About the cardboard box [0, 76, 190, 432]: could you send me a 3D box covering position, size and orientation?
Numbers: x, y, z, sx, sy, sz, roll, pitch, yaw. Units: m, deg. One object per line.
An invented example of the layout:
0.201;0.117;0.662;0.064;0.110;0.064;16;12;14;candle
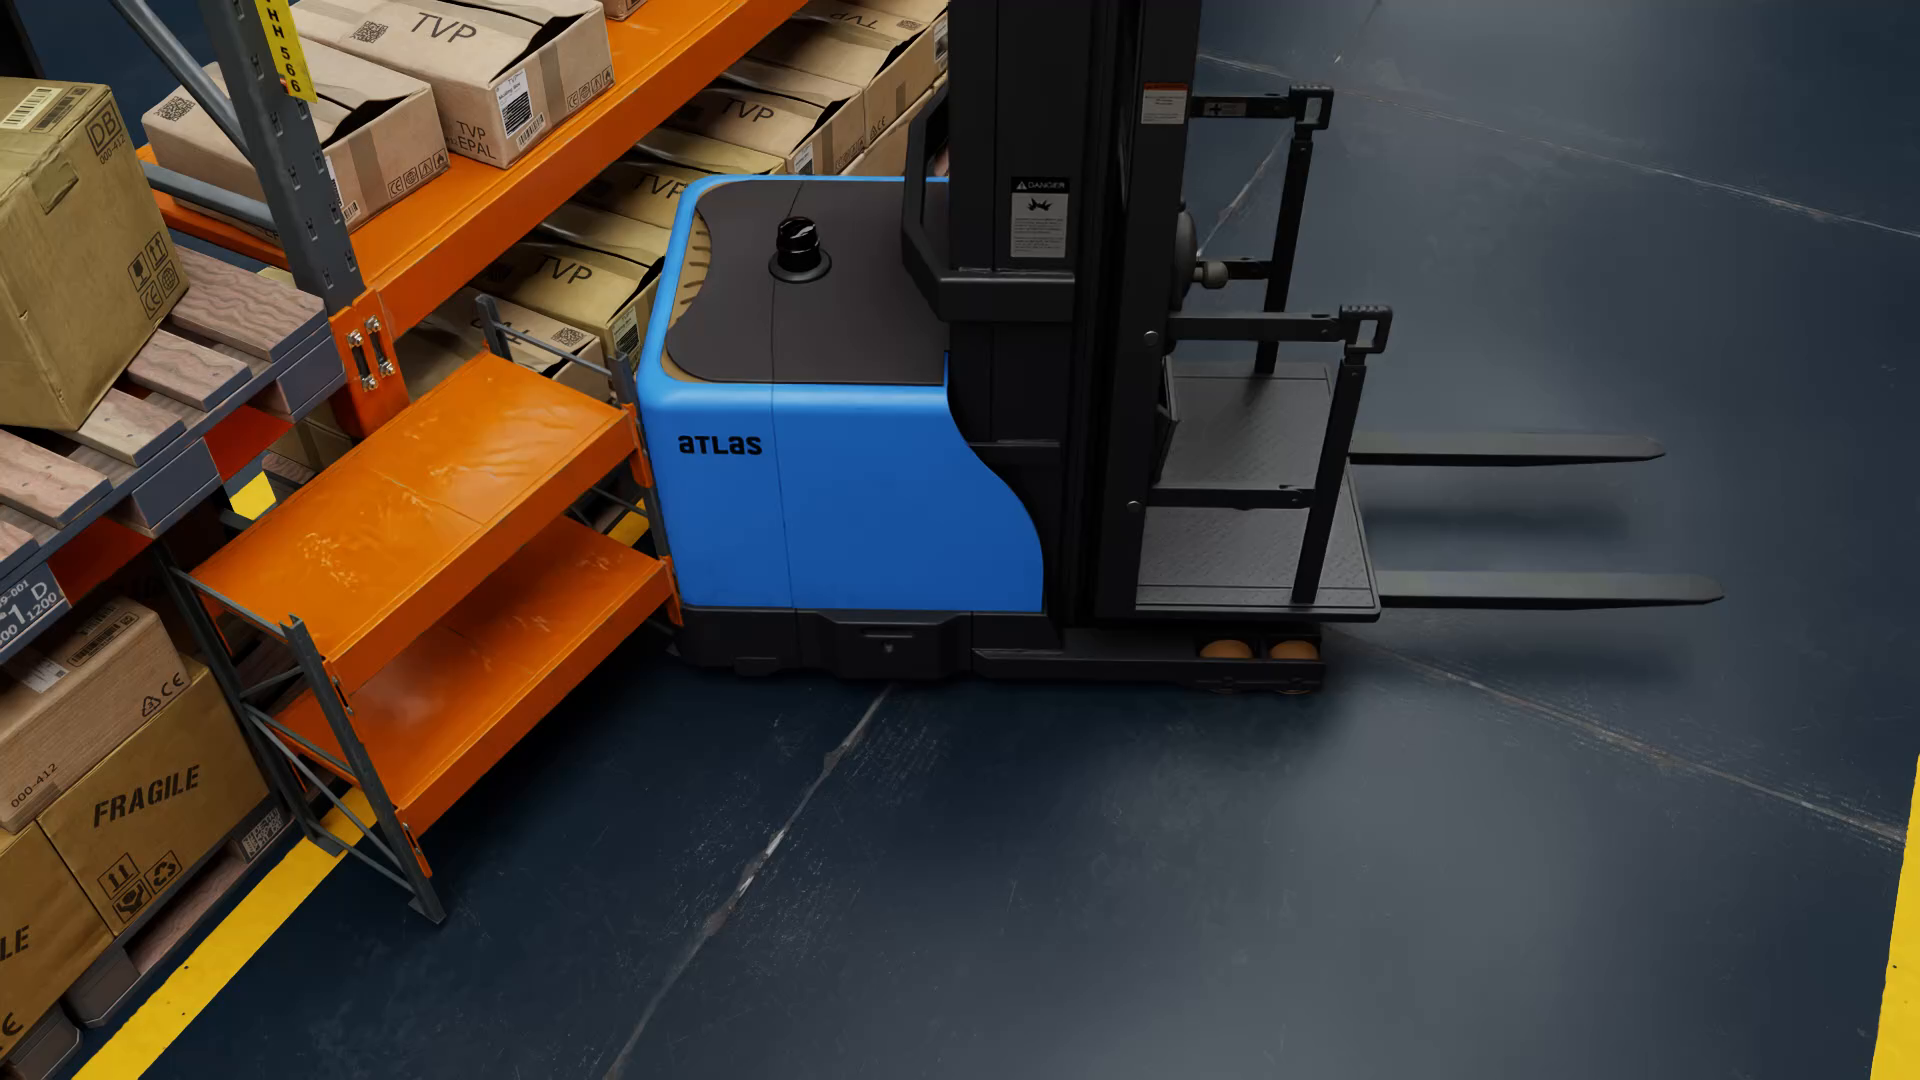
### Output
-2.082;-0.599;3.367;0.700;0.500;0.500;6;46;6;cardboard box

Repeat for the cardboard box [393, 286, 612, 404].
-1.387;-0.461;4.840;0.500;0.311;0.500;22;49;20;cardboard box

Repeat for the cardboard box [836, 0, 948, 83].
-0.203;-2.068;6.429;0.500;0.311;0.500;22;49;20;cardboard box

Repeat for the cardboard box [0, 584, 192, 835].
-2.139;0.314;3.752;0.500;0.250;0.500;22;49;21;cardboard box

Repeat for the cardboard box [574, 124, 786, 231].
-0.911;-1.115;5.487;0.500;0.311;0.500;19;48;18;cardboard box

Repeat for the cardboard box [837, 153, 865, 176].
-0.680;-1.233;5.998;0.500;0.250;0.500;21;49;20;cardboard box

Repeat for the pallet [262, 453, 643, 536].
-1.473;-0.375;5.473;1.003;0.211;1.213;20;49;19;pallet

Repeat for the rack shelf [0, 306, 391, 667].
-2.818;0.663;2.992;1.077;0.370;4.000;20;49;19;rack shelf

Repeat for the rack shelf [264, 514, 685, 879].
-1.264;0.348;4.419;0.538;0.278;1.000;23;51;25;rack shelf

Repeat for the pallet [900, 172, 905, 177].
-0.906;-1.141;6.229;1.003;0.211;1.213;20;49;19;pallet

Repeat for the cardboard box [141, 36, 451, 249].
-1.682;-1.033;4.225;0.500;0.311;0.500;23;50;21;cardboard box

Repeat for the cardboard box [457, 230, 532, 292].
-1.629;-0.969;5.342;0.500;0.311;0.500;20;49;18;cardboard box

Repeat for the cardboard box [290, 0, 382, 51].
-1.717;-1.419;4.721;0.380;0.149;0.250;20;49;19;cardboard box

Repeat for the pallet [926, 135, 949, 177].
-0.340;-1.913;6.992;1.003;0.211;1.213;20;49;19;pallet

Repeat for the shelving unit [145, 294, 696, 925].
-1.276;0.175;4.247;0.538;1.125;1.048;23;51;25;shelving unit

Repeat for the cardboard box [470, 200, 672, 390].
-1.150;-0.795;5.170;0.500;0.311;0.500;19;48;18;cardboard box

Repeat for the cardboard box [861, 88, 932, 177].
-0.442;-1.553;6.314;0.500;0.250;0.500;21;49;20;cardboard box

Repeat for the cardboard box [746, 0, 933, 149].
-0.437;-1.755;6.119;0.500;0.311;0.500;20;49;19;cardboard box

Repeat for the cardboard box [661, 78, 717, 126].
-1.158;-1.601;5.967;0.500;0.311;0.500;22;49;20;cardboard box

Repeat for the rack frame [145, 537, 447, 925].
-1.557;0.484;3.956;0.500;1.125;0.032;23;51;25;rack frame

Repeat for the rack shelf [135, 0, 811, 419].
-0.961;-1.857;5.482;1.077;0.370;4.000;20;49;19;rack shelf

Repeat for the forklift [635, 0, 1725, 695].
0.690;-0.969;4.147;3.031;2.935;1.130;1;45;1;forklift

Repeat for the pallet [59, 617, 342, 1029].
-2.270;0.588;4.520;1.003;0.211;1.213;20;49;19;pallet

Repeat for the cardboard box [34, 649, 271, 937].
-2.116;0.541;4.055;0.500;0.500;0.500;22;49;21;cardboard box

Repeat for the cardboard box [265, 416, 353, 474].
-1.862;-0.443;5.217;0.500;0.250;0.500;22;49;20;cardboard box

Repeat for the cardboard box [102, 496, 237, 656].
-2.354;0.066;4.523;0.500;0.500;0.500;22;49;21;cardboard box

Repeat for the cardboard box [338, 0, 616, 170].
-1.303;-1.318;4.506;0.500;0.311;0.500;20;49;19;cardboard box

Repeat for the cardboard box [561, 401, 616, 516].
-1.387;-0.264;5.040;0.500;0.250;0.500;20;49;19;cardboard box

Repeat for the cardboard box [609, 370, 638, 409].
-1.154;-0.581;5.353;0.500;0.250;0.500;19;48;18;cardboard box

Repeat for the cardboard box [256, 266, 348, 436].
-1.865;-0.639;5.017;0.500;0.311;0.500;22;49;20;cardboard box

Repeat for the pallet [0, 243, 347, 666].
-2.142;-0.332;3.604;1.213;0.211;1.003;20;49;19;pallet

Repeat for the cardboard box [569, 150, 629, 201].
-1.393;-1.286;5.656;0.500;0.311;0.500;20;49;19;cardboard box

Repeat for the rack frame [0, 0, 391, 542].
-1.890;-0.850;3.981;1.000;3.000;0.127;20;49;19;rack frame

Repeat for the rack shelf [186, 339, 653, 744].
-1.291;-0.032;4.040;0.538;0.278;1.000;23;51;25;rack shelf

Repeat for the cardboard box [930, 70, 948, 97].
-0.205;-1.876;6.633;0.500;0.250;0.500;20;49;18;cardboard box

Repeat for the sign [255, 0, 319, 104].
-1.405;-1.056;3.426;0.100;0.325;0.005;20;49;19;sign

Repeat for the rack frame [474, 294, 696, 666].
-0.996;-0.134;4.537;0.500;1.125;0.032;23;51;25;rack frame

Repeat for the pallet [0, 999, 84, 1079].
-2.837;1.354;3.764;1.003;0.211;1.213;20;49;19;pallet

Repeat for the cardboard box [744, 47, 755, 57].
-0.922;-1.930;6.292;0.500;0.311;0.500;19;48;18;cardboard box

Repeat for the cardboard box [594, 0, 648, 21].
-1.125;-1.948;4.996;0.500;0.500;0.500;18;48;17;cardboard box

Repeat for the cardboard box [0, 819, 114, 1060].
-2.357;0.867;3.733;0.500;0.500;0.500;19;48;18;cardboard box

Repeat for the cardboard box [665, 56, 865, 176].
-0.673;-1.439;5.807;0.500;0.311;0.500;20;49;19;cardboard box
